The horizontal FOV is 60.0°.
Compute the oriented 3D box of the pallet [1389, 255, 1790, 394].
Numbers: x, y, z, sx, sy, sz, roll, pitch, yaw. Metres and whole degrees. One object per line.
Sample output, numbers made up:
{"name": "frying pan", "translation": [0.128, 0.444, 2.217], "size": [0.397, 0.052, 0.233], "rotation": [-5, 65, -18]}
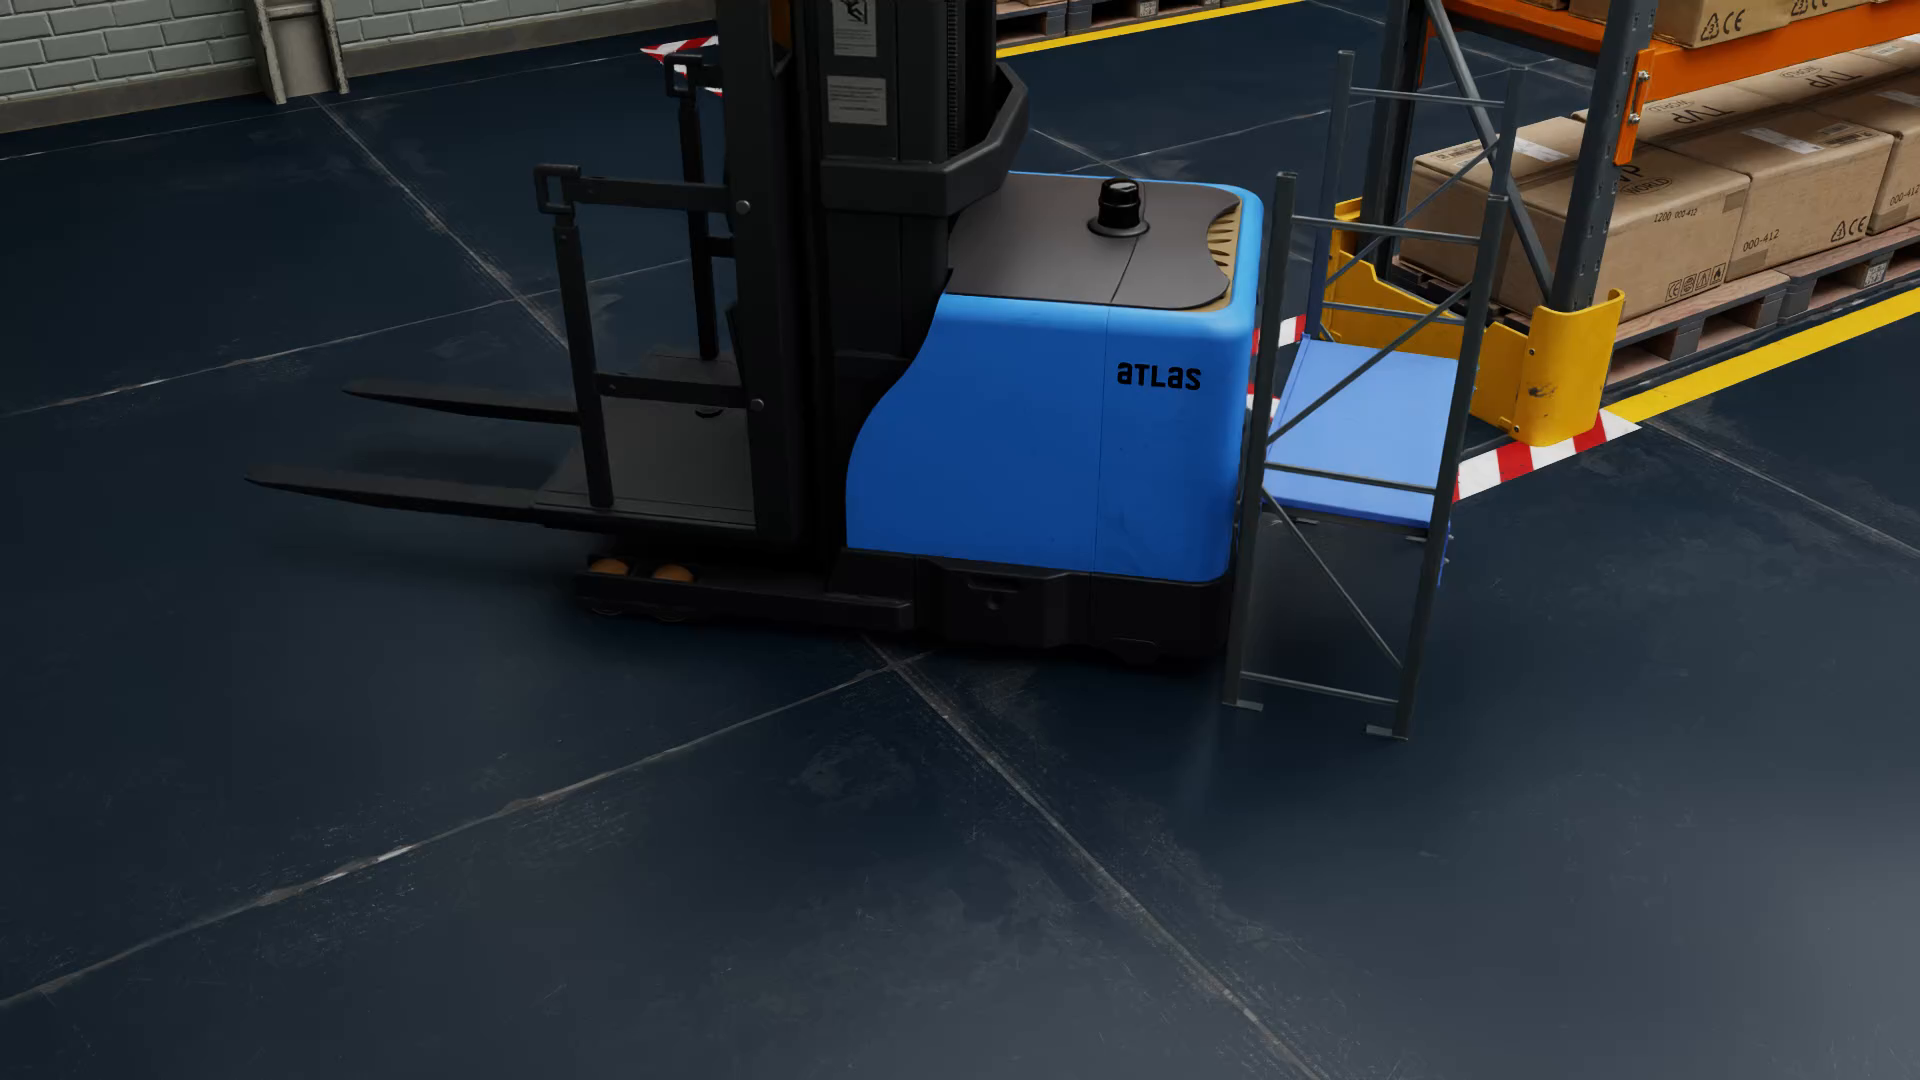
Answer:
{"name": "pallet", "translation": [2.467, -0.982, 6.609], "size": [1.213, 0.211, 1.003], "rotation": [-19, 37, -27]}

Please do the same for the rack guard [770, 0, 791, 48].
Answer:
{"name": "rack guard", "translation": [-0.791, -3.085, 9.672], "size": [0.348, 0.500, 1.175], "rotation": [-19, 37, -27]}

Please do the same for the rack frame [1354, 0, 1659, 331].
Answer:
{"name": "rack frame", "translation": [1.838, -1.895, 5.443], "size": [0.127, 3.000, 1.000], "rotation": [-19, 37, -27]}

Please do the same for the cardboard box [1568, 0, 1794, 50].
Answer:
{"name": "cardboard box", "translation": [2.397, -1.948, 5.433], "size": [0.500, 0.500, 0.500], "rotation": [-19, 37, -28]}

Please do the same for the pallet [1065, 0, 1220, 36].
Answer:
{"name": "pallet", "translation": [0.903, -3.544, 10.671], "size": [1.213, 0.211, 1.003], "rotation": [-19, 37, -27]}

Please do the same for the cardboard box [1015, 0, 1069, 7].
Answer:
{"name": "cardboard box", "translation": [0.450, -3.605, 10.102], "size": [0.500, 0.500, 0.700], "rotation": [-17, 36, -25]}

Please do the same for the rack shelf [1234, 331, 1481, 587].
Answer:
{"name": "rack shelf", "translation": [1.115, -0.254, 4.585], "size": [0.538, 0.185, 1.000], "rotation": [10, 34, 16]}

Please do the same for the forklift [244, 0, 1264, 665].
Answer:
{"name": "forklift", "translation": [-0.666, -1.268, 4.513], "size": [3.031, 2.935, 1.130], "rotation": [6, 33, 9]}

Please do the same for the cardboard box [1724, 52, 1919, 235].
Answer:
{"name": "cardboard box", "translation": [3.862, -1.753, 7.226], "size": [0.875, 0.438, 0.875], "rotation": [-20, 37, -29]}

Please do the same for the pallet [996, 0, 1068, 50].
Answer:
{"name": "pallet", "translation": [-0.121, -3.194, 10.115], "size": [1.213, 0.211, 1.003], "rotation": [-19, 37, -27]}

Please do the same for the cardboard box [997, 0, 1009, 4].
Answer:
{"name": "cardboard box", "translation": [0.089, -3.332, 9.999], "size": [0.250, 0.149, 0.380], "rotation": [-21, 38, -29]}

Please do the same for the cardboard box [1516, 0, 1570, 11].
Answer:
{"name": "cardboard box", "translation": [2.100, -2.196, 5.826], "size": [0.500, 0.500, 0.500], "rotation": [-19, 37, -27]}

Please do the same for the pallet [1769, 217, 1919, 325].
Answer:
{"name": "pallet", "translation": [3.492, -1.333, 7.165], "size": [1.213, 0.211, 1.003], "rotation": [-19, 37, -27]}

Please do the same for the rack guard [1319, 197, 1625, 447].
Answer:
{"name": "rack guard", "translation": [1.818, -0.831, 6.099], "size": [0.348, 0.500, 1.175], "rotation": [-19, 37, -27]}

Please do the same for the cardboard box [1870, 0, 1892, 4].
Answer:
{"name": "cardboard box", "translation": [3.244, -2.245, 5.904], "size": [0.500, 0.500, 0.500], "rotation": [-19, 37, -28]}

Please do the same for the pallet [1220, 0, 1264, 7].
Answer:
{"name": "pallet", "translation": [1.930, -3.899, 11.233], "size": [1.213, 0.211, 1.003], "rotation": [-19, 37, -27]}

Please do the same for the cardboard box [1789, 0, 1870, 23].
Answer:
{"name": "cardboard box", "translation": [2.807, -2.106, 5.684], "size": [0.500, 0.500, 0.500], "rotation": [-20, 37, -28]}

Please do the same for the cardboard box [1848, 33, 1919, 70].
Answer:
{"name": "cardboard box", "translation": [4.614, -2.012, 7.636], "size": [0.875, 0.438, 0.875], "rotation": [-20, 37, -28]}

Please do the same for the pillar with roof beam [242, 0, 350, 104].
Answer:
{"name": "pillar with roof beam", "translation": [-1.277, -4.352, 3.714], "size": [0.400, 9.000, 9.100], "rotation": [-19, 37, -27]}

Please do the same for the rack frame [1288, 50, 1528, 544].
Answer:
{"name": "rack frame", "translation": [1.276, -0.664, 4.896], "size": [0.500, 1.500, 0.032], "rotation": [10, 34, 16]}

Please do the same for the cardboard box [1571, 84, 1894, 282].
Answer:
{"name": "cardboard box", "translation": [3.103, -1.493, 6.814], "size": [0.875, 0.438, 0.875], "rotation": [-18, 36, -26]}

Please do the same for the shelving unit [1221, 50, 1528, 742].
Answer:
{"name": "shelving unit", "translation": [1.115, -0.406, 4.489], "size": [0.538, 1.500, 1.048], "rotation": [10, 34, 16]}

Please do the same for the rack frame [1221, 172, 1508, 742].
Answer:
{"name": "rack frame", "translation": [0.954, -0.149, 4.081], "size": [0.500, 1.500, 0.032], "rotation": [10, 34, 16]}

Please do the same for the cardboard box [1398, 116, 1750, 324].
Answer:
{"name": "cardboard box", "translation": [2.338, -1.225, 6.388], "size": [0.875, 0.438, 0.875], "rotation": [-20, 38, -29]}

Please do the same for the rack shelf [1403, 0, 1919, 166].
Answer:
{"name": "rack shelf", "translation": [3.519, -2.169, 6.552], "size": [4.000, 0.370, 1.077], "rotation": [-19, 37, -27]}
